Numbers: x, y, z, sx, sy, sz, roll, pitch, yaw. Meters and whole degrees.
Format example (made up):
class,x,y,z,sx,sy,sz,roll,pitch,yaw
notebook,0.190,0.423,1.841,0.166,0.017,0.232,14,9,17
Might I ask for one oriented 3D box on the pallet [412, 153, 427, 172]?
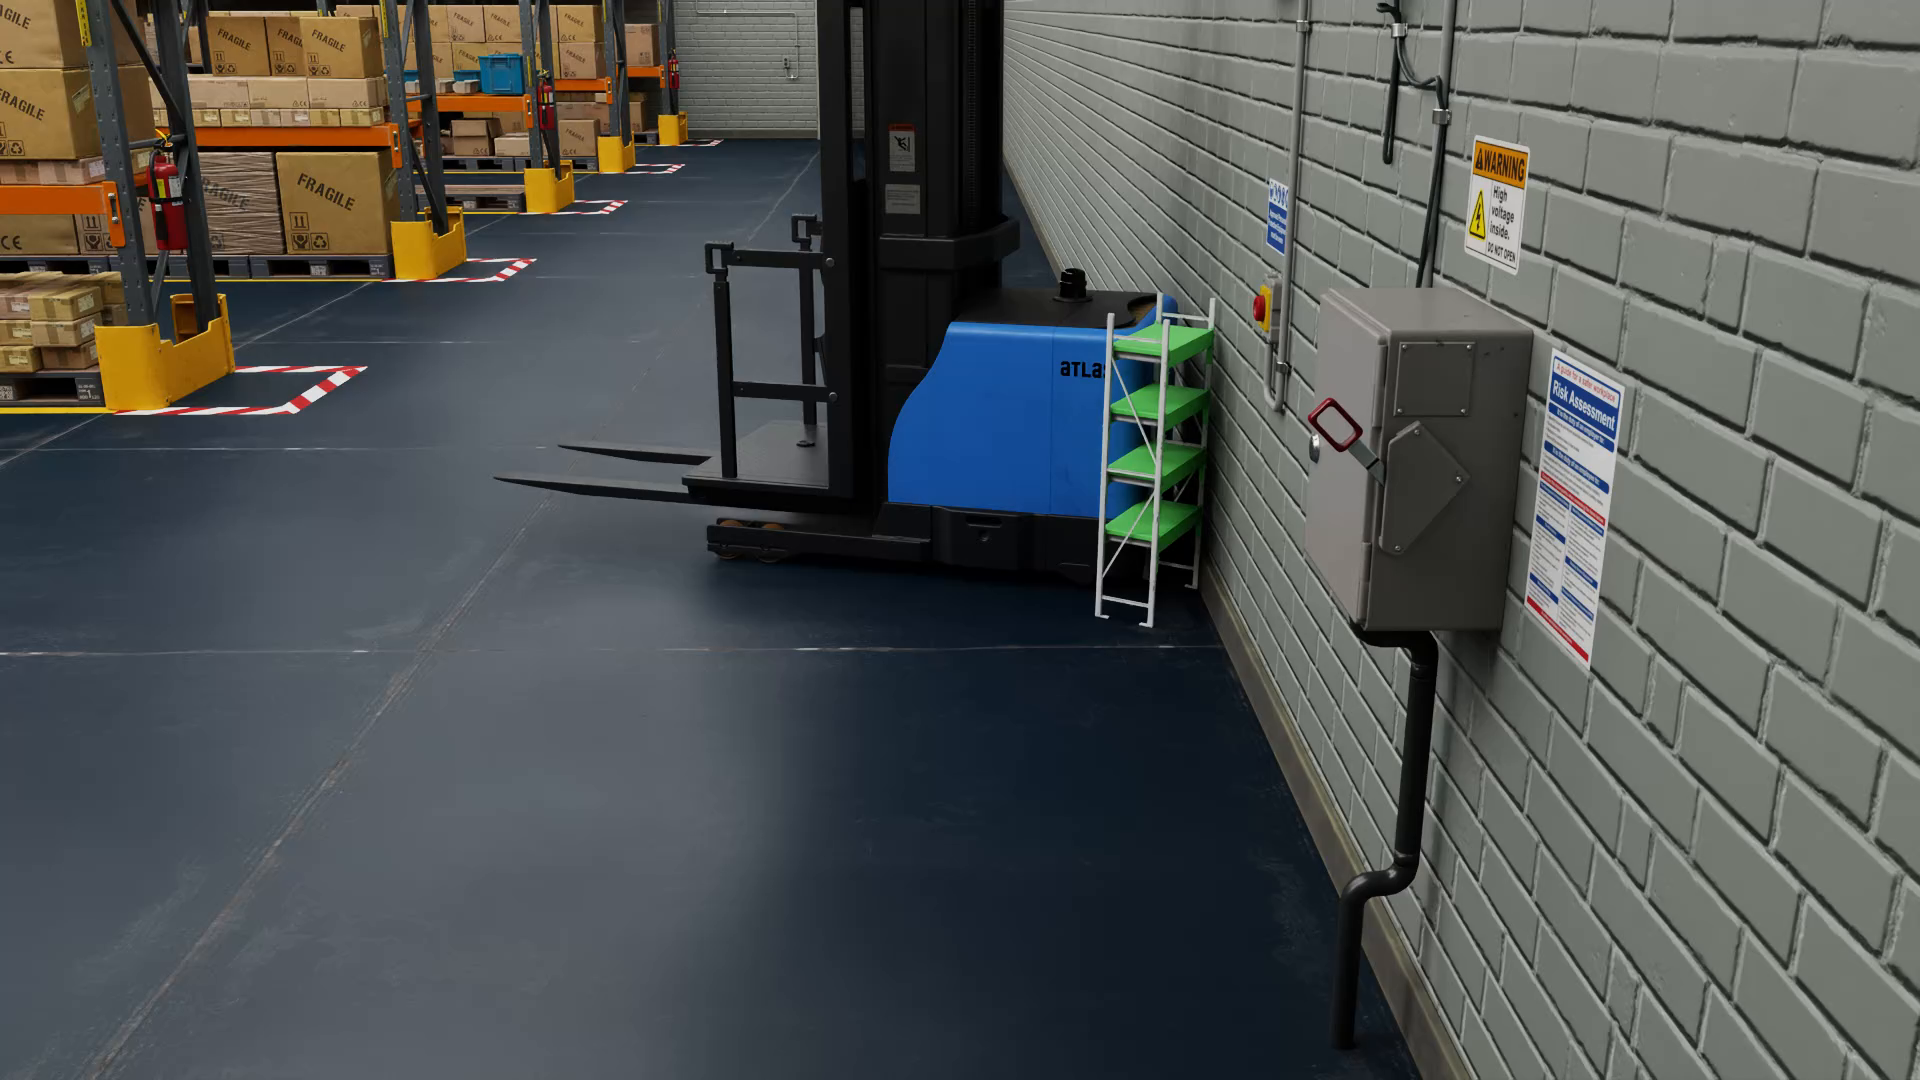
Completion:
class,x,y,z,sx,sy,sz,roll,pitch,yaw
pallet,-8.293,-5.573,24.500,1.213,0.211,1.003,0,18,-1

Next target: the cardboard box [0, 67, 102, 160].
class,x,y,z,sx,sy,sz,roll,pitch,yaw
cardboard box,-5.296,-2.485,9.657,0.500,0.500,0.500,0,18,0

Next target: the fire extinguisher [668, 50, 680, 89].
class,x,y,z,sx,sy,sz,roll,pitch,yaw
fire extinguisher,-4.904,-8.075,28.473,0.183,0.674,0.296,0,18,-1

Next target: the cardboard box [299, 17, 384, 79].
class,x,y,z,sx,sy,sz,roll,pitch,yaw
cardboard box,-5.311,-4.236,14.298,0.500,0.500,0.500,0,18,0

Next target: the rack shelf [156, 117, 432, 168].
class,x,y,z,sx,sy,sz,roll,pitch,yaw
rack shelf,-6.828,-3.539,14.773,4.000,0.370,1.077,0,18,-1

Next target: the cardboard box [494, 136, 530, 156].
class,x,y,z,sx,sy,sz,roll,pitch,yaw
cardboard box,-6.471,-5.744,24.249,0.500,0.250,0.500,0,18,-1

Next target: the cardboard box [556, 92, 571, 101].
class,x,y,z,sx,sy,sz,roll,pitch,yaw
cardboard box,-6.907,-7.770,29.125,0.250,0.149,0.380,0,18,0

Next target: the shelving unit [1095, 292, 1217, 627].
class,x,y,z,sx,sy,sz,roll,pitch,yaw
shelving unit,0.763,-0.319,6.487,0.258,1.200,0.503,11,21,26

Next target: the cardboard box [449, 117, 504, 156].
class,x,y,z,sx,sy,sz,roll,pitch,yaw
cardboard box,-7.102,-5.929,24.412,0.637,0.503,0.797,0,18,-1

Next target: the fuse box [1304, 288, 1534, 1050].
class,x,y,z,sx,sy,sz,roll,pitch,yaw
fuse box,0.853,0.357,3.559,0.414,1.711,0.539,0,18,-1

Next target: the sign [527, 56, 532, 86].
class,x,y,z,sx,sy,sz,roll,pitch,yaw
sign,-4.881,-5.314,18.860,0.005,0.325,0.100,0,18,-1

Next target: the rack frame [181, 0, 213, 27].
class,x,y,z,sx,sy,sz,roll,pitch,yaw
rack frame,-13.061,-8.392,28.721,0.127,3.000,1.000,0,18,-1

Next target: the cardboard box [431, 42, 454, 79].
class,x,y,z,sx,sy,sz,roll,pitch,yaw
cardboard box,-7.454,-6.870,23.814,0.500,0.500,0.500,0,18,-1

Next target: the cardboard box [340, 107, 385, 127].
class,x,y,z,sx,sy,sz,roll,pitch,yaw
cardboard box,-5.179,-3.670,14.412,0.250,0.149,0.380,0,18,0

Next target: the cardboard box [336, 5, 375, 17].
class,x,y,z,sx,sy,sz,roll,pitch,yaw
cardboard box,-8.504,-7.338,23.636,0.500,0.500,0.500,0,18,1

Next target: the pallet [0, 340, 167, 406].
class,x,y,z,sx,sy,sz,roll,pitch,yaw
pallet,-5.739,-1.055,10.415,1.213,0.211,1.003,0,18,-1

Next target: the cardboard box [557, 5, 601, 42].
class,x,y,z,sx,sy,sz,roll,pitch,yaw
cardboard box,-5.421,-7.355,23.688,0.500,0.500,0.500,0,18,-1

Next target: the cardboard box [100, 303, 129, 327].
class,x,y,z,sx,sy,sz,roll,pitch,yaw
cardboard box,-5.379,-1.436,10.531,0.250,0.149,0.380,0,18,1

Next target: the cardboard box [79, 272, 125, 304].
class,x,y,z,sx,sy,sz,roll,pitch,yaw
cardboard box,-5.380,-1.603,10.565,0.250,0.149,0.380,-1,18,-3

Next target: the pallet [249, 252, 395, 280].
class,x,y,z,sx,sy,sz,roll,pitch,yaw
pallet,-5.626,-2.536,15.032,1.213,0.211,1.003,0,18,-1

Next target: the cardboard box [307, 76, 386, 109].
class,x,y,z,sx,sy,sz,roll,pitch,yaw
cardboard box,-5.308,-3.878,14.410,0.500,0.250,0.500,-1,18,-2

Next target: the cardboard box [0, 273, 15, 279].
class,x,y,z,sx,sy,sz,roll,pitch,yaw
cardboard box,-6.154,-1.577,10.482,0.250,0.149,0.380,-1,18,-4

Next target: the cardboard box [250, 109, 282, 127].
class,x,y,z,sx,sy,sz,roll,pitch,yaw
cardboard box,-5.940,-3.666,14.401,0.250,0.149,0.380,0,18,0

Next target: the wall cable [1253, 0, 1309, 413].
class,x,y,z,sx,sy,sz,roll,pitch,yaw
wall cable,0.966,-1.398,5.205,0.123,1.953,0.585,0,18,-1

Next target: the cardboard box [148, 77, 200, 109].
class,x,y,z,sx,sy,sz,roll,pitch,yaw
cardboard box,-6.845,-3.870,14.384,0.500,0.250,0.500,0,18,-1

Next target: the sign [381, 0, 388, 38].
class,x,y,z,sx,sy,sz,roll,pitch,yaw
sign,-4.833,-4.390,13.963,0.005,0.325,0.100,0,18,-1

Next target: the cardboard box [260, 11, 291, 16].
class,x,y,z,sx,sy,sz,roll,pitch,yaw
cardboard box,-11.566,-8.877,28.324,0.500,0.250,0.500,0,18,0

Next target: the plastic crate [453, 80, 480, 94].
class,x,y,z,sx,sy,sz,roll,pitch,yaw
plastic crate,-5.719,-5.248,19.255,0.243,0.136,0.396,0,18,-1

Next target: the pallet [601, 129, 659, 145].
class,x,y,z,sx,sy,sz,roll,pitch,yaw
pallet,-5.861,-7.075,29.180,1.213,0.211,1.003,0,18,-1

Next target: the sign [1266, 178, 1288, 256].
class,x,y,z,sx,sy,sz,roll,pitch,yaw
sign,1.027,-1.043,5.370,0.001,0.218,0.327,0,18,-1

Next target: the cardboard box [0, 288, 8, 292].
class,x,y,z,sx,sy,sz,roll,pitch,yaw
cardboard box,-5.885,-1.398,9.926,0.250,0.149,0.380,-1,18,-2

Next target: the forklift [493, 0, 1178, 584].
class,x,y,z,sx,sy,sz,roll,pitch,yaw
forklift,-0.600,-1.446,7.183,3.031,2.935,1.130,5,18,15

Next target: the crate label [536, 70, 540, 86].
class,x,y,z,sx,sy,sz,roll,pitch,yaw
crate label,-5.158,-5.453,19.735,0.303,0.233,0.416,0,18,-1

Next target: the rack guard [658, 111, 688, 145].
class,x,y,z,sx,sy,sz,roll,pitch,yaw
rack guard,-5.038,-7.240,29.223,0.348,0.500,1.175,0,18,-1

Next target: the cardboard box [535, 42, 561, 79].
class,x,y,z,sx,sy,sz,roll,pitch,yaw
cardboard box,-5.943,-6.876,23.832,0.500,0.500,0.500,0,18,0

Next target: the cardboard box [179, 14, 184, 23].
class,x,y,z,sx,sy,sz,roll,pitch,yaw
cardboard box,-13.406,-8.947,28.505,0.250,0.149,0.380,-3,18,-8

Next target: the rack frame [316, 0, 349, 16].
class,x,y,z,sx,sy,sz,roll,pitch,yaw
rack frame,-8.980,-6.898,24.064,0.127,3.000,1.000,0,18,-1

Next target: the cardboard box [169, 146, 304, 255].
class,x,y,z,sx,sy,sz,roll,pitch,yaw
cardboard box,-6.376,-3.048,14.854,0.875,0.875,0.875,0,18,-1

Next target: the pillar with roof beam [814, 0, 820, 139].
class,x,y,z,sx,sy,sz,roll,pitch,yaw
pillar with roof beam,-2.309,-10.249,24.690,0.400,9.000,9.100,0,18,-1

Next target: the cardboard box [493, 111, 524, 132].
class,x,y,z,sx,sy,sz,roll,pitch,yaw
cardboard box,-7.810,-7.394,29.016,0.500,0.500,0.700,0,18,-1

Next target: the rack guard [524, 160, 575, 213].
class,x,y,z,sx,sy,sz,roll,pitch,yaw
rack guard,-4.882,-4.218,19.803,0.348,0.500,1.175,0,18,-1

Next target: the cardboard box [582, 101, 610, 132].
class,x,y,z,sx,sy,sz,roll,pitch,yaw
cardboard box,-6.261,-7.403,29.045,0.500,0.500,0.700,0,18,-1

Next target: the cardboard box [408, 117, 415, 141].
class,x,y,z,sx,sy,sz,roll,pitch,yaw
cardboard box,-8.415,-6.007,24.658,0.500,0.500,0.500,0,18,-1

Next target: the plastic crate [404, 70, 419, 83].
class,x,y,z,sx,sy,sz,roll,pitch,yaw
plastic crate,-6.475,-5.446,19.715,0.300,0.233,0.416,0,18,-1

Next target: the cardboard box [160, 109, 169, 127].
class,x,y,z,sx,sy,sz,roll,pitch,yaw
cardboard box,-6.707,-3.662,14.390,0.250,0.149,0.380,0,18,0

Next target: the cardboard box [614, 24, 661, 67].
class,x,y,z,sx,sy,sz,roll,pitch,yaw
cardboard box,-5.572,-8.567,28.778,0.700,0.700,0.980,1,18,2

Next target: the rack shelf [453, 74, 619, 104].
class,x,y,z,sx,sy,sz,roll,pitch,yaw
rack shelf,-6.980,-6.565,24.204,4.000,0.370,1.077,0,18,-1

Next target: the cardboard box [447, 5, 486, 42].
class,x,y,z,sx,sy,sz,roll,pitch,yaw
cardboard box,-6.958,-7.346,23.660,0.500,0.500,0.500,0,18,1

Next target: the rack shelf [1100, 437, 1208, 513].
class,x,y,z,sx,sy,sz,roll,pitch,yaw
rack shelf,0.762,-0.258,6.508,0.258,0.148,0.480,11,21,26

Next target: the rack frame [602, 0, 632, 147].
class,x,y,z,sx,sy,sz,roll,pitch,yaw
rack frame,-4.981,-6.917,24.125,0.127,3.000,1.000,0,18,-1

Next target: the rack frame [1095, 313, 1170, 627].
class,x,y,z,sx,sy,sz,roll,pitch,yaw
rack frame,0.647,-0.250,6.283,0.240,1.200,0.015,11,21,26

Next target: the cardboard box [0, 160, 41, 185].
class,x,y,z,sx,sy,sz,roll,pitch,yaw
cardboard box,-5.421,-2.179,9.765,0.250,0.149,0.380,0,18,-1

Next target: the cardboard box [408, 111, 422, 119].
class,x,y,z,sx,sy,sz,roll,pitch,yaw
cardboard box,-9.710,-7.544,28.911,0.750,0.750,0.750,0,18,0

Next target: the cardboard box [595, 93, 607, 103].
class,x,y,z,sx,sy,sz,roll,pitch,yaw
cardboard box,-6.142,-7.657,28.774,0.250,0.149,0.380,0,18,1

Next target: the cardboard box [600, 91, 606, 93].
class,x,y,z,sx,sy,sz,roll,pitch,yaw
cardboard box,-6.145,-7.774,29.138,0.250,0.149,0.380,0,18,-1
